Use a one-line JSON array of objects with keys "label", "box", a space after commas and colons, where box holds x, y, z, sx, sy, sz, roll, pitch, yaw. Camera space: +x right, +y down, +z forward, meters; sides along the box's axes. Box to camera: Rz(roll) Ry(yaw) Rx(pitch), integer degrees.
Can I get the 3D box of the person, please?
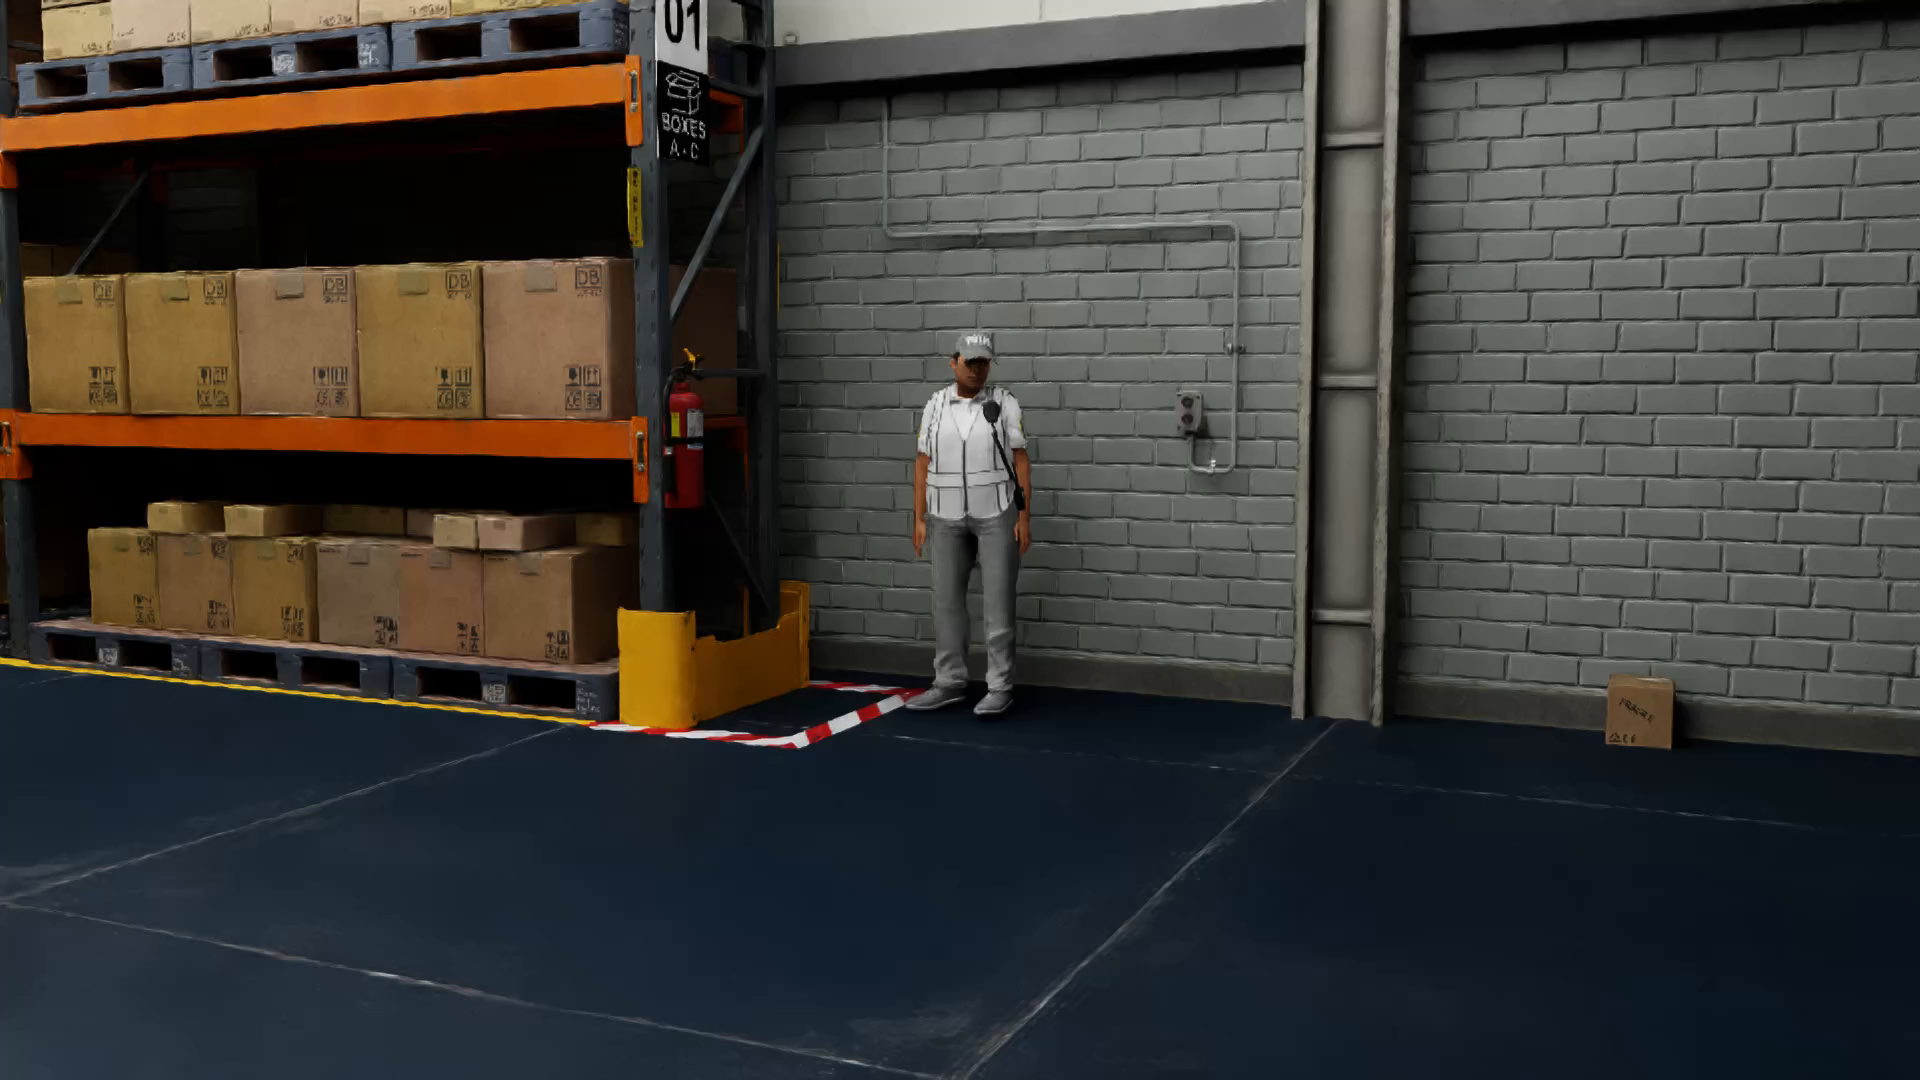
[{"label": "person", "box": [0.040, -0.077, 7.322, 0.564, 1.675, 0.386, 1, 6, 14]}]
